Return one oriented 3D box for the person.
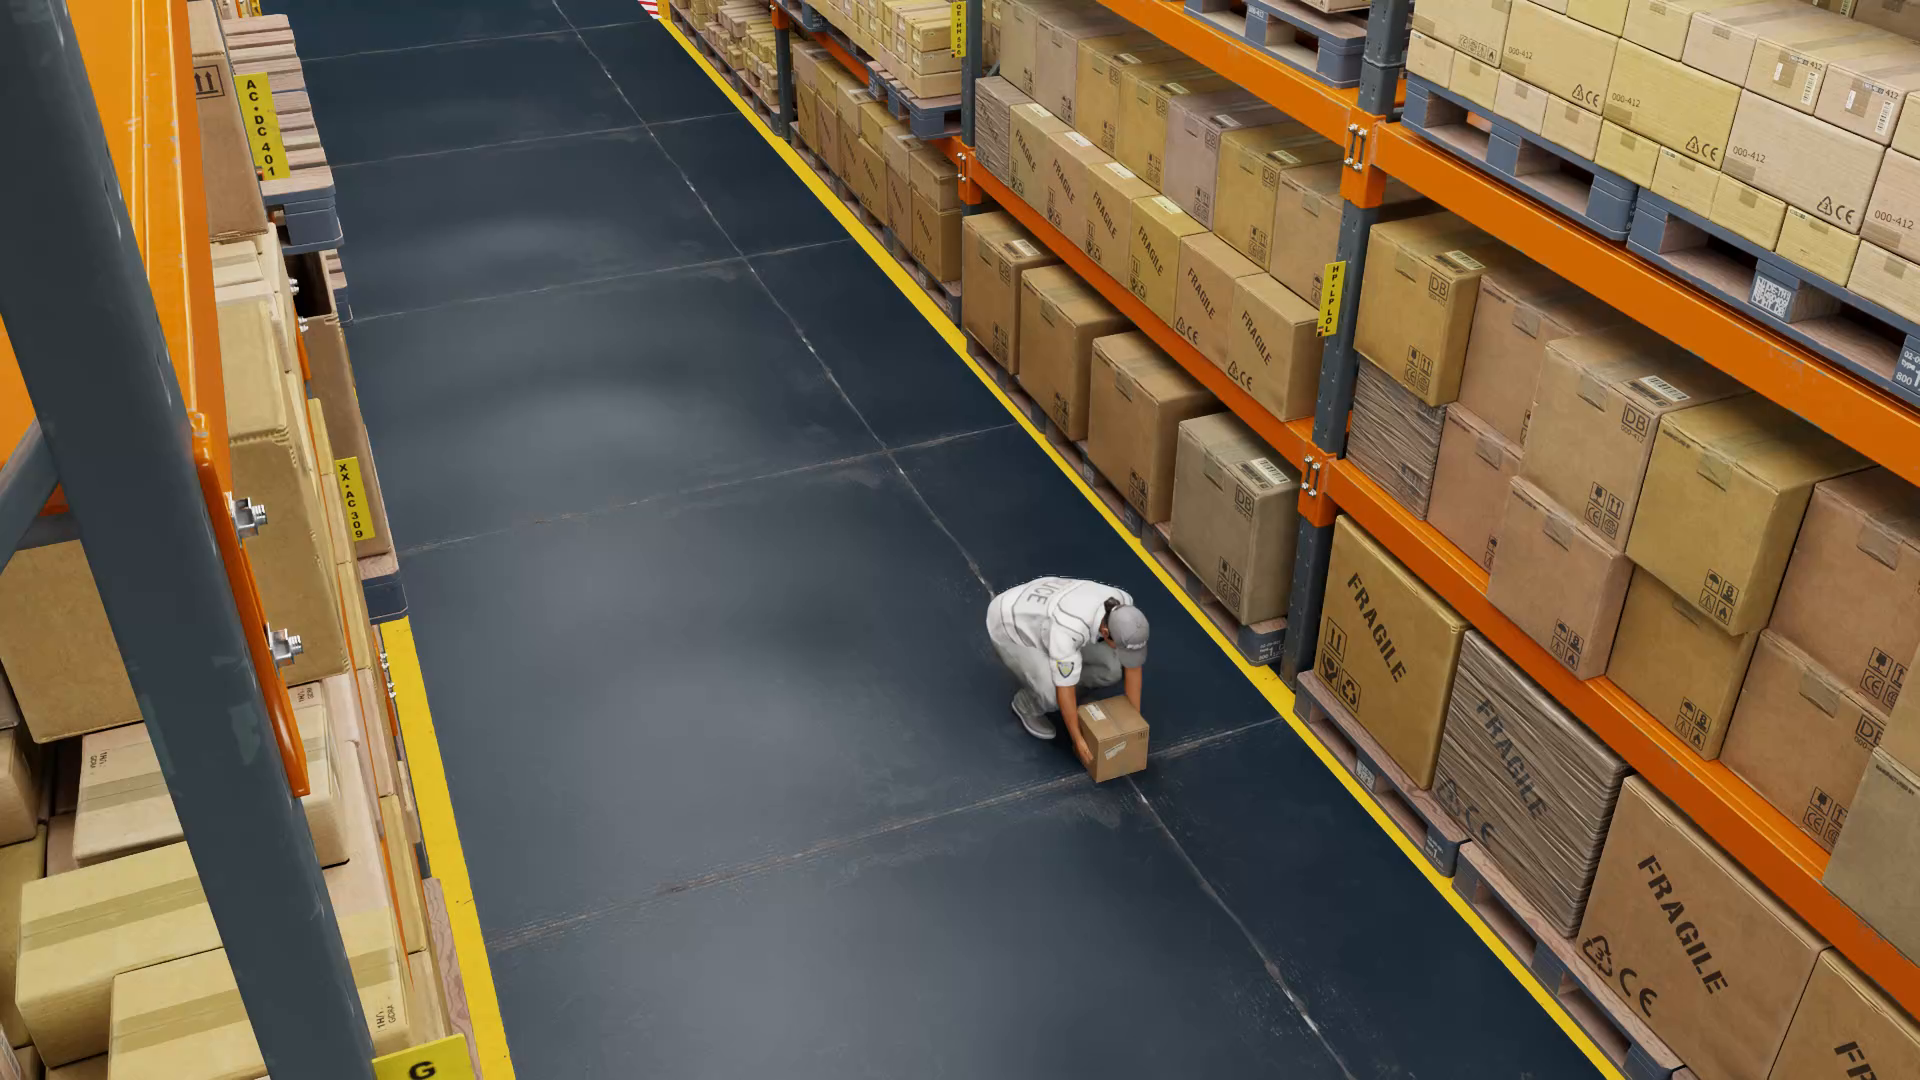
[{"bbox_3d":[0.498,0.502,7.532,0.512,0.829,0.865,-20,38,-27],"label":"person"}]
